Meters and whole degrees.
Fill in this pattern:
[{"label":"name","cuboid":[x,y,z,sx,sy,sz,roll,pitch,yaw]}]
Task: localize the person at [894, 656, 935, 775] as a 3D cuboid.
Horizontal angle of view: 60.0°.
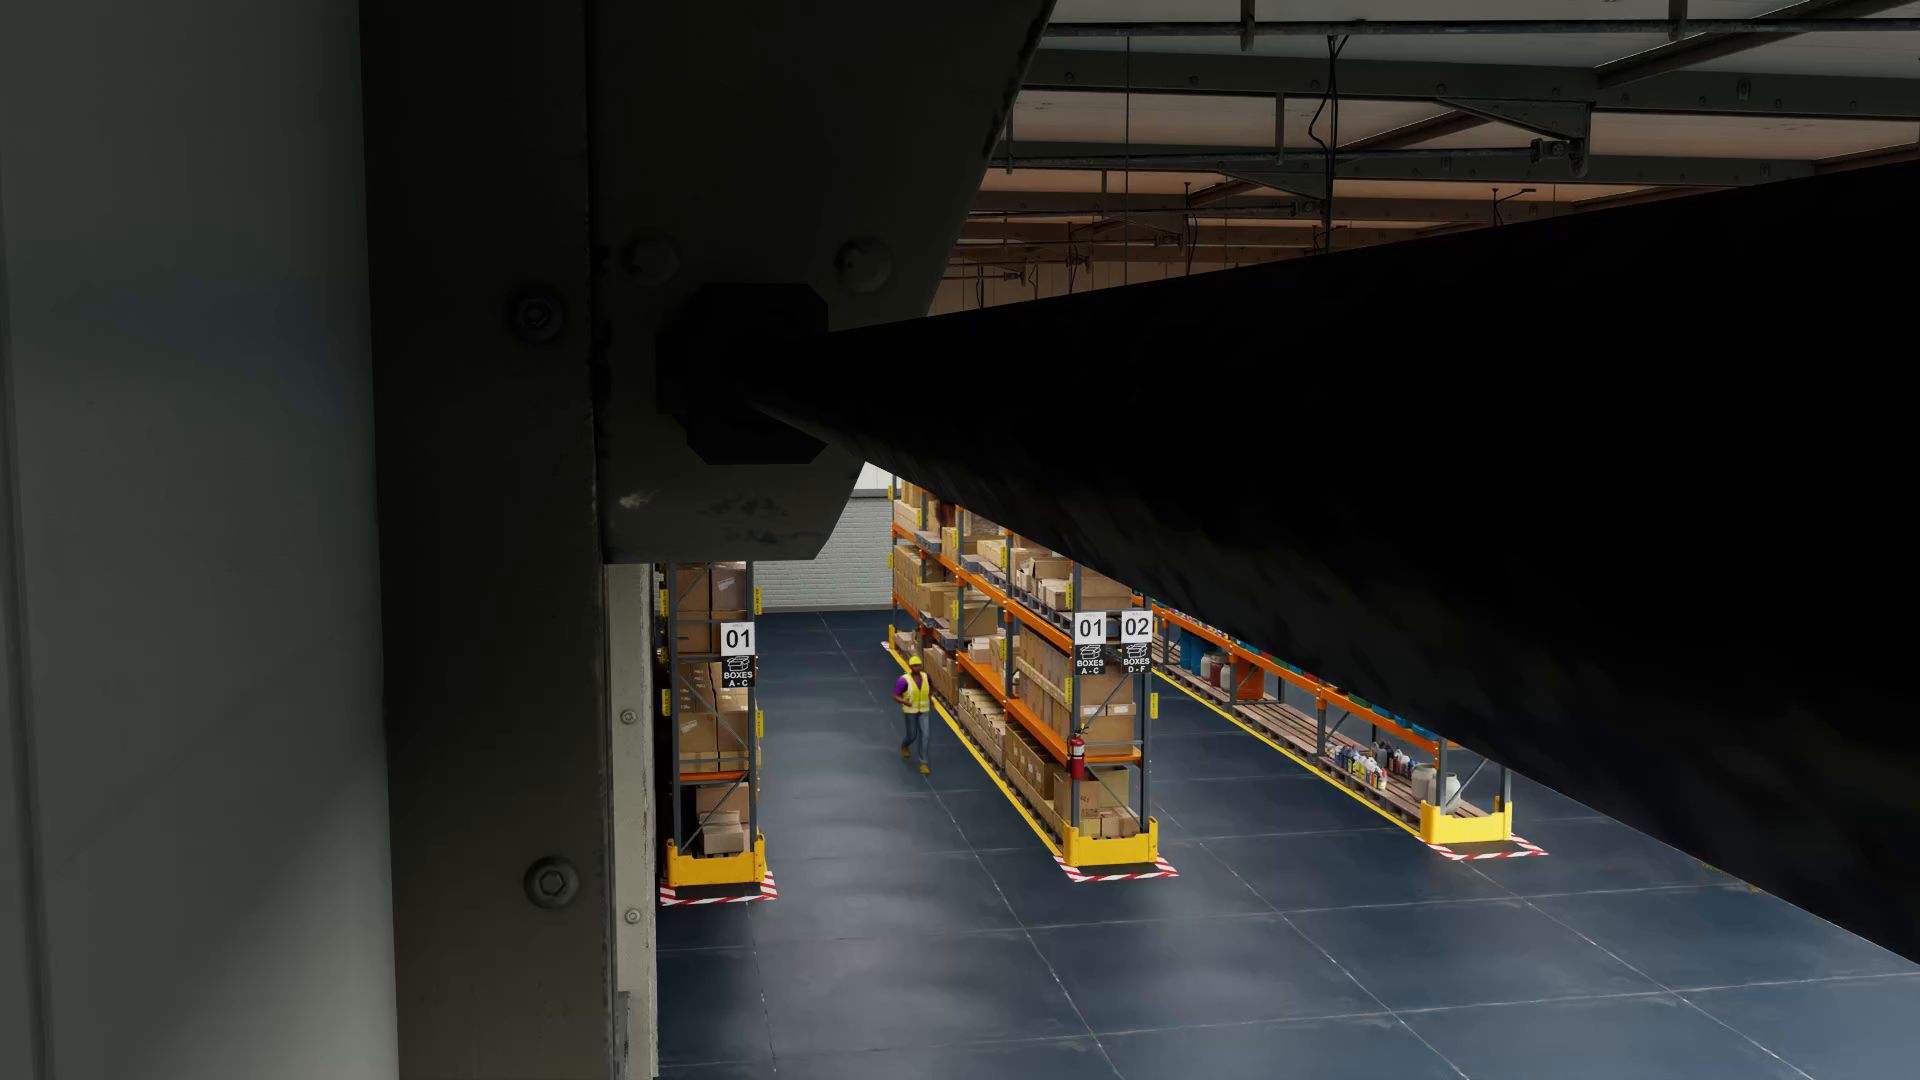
[{"label":"person","cuboid":[-0.689,2.673,25.755,0.700,1.771,0.960,-2,7,-20]}]
